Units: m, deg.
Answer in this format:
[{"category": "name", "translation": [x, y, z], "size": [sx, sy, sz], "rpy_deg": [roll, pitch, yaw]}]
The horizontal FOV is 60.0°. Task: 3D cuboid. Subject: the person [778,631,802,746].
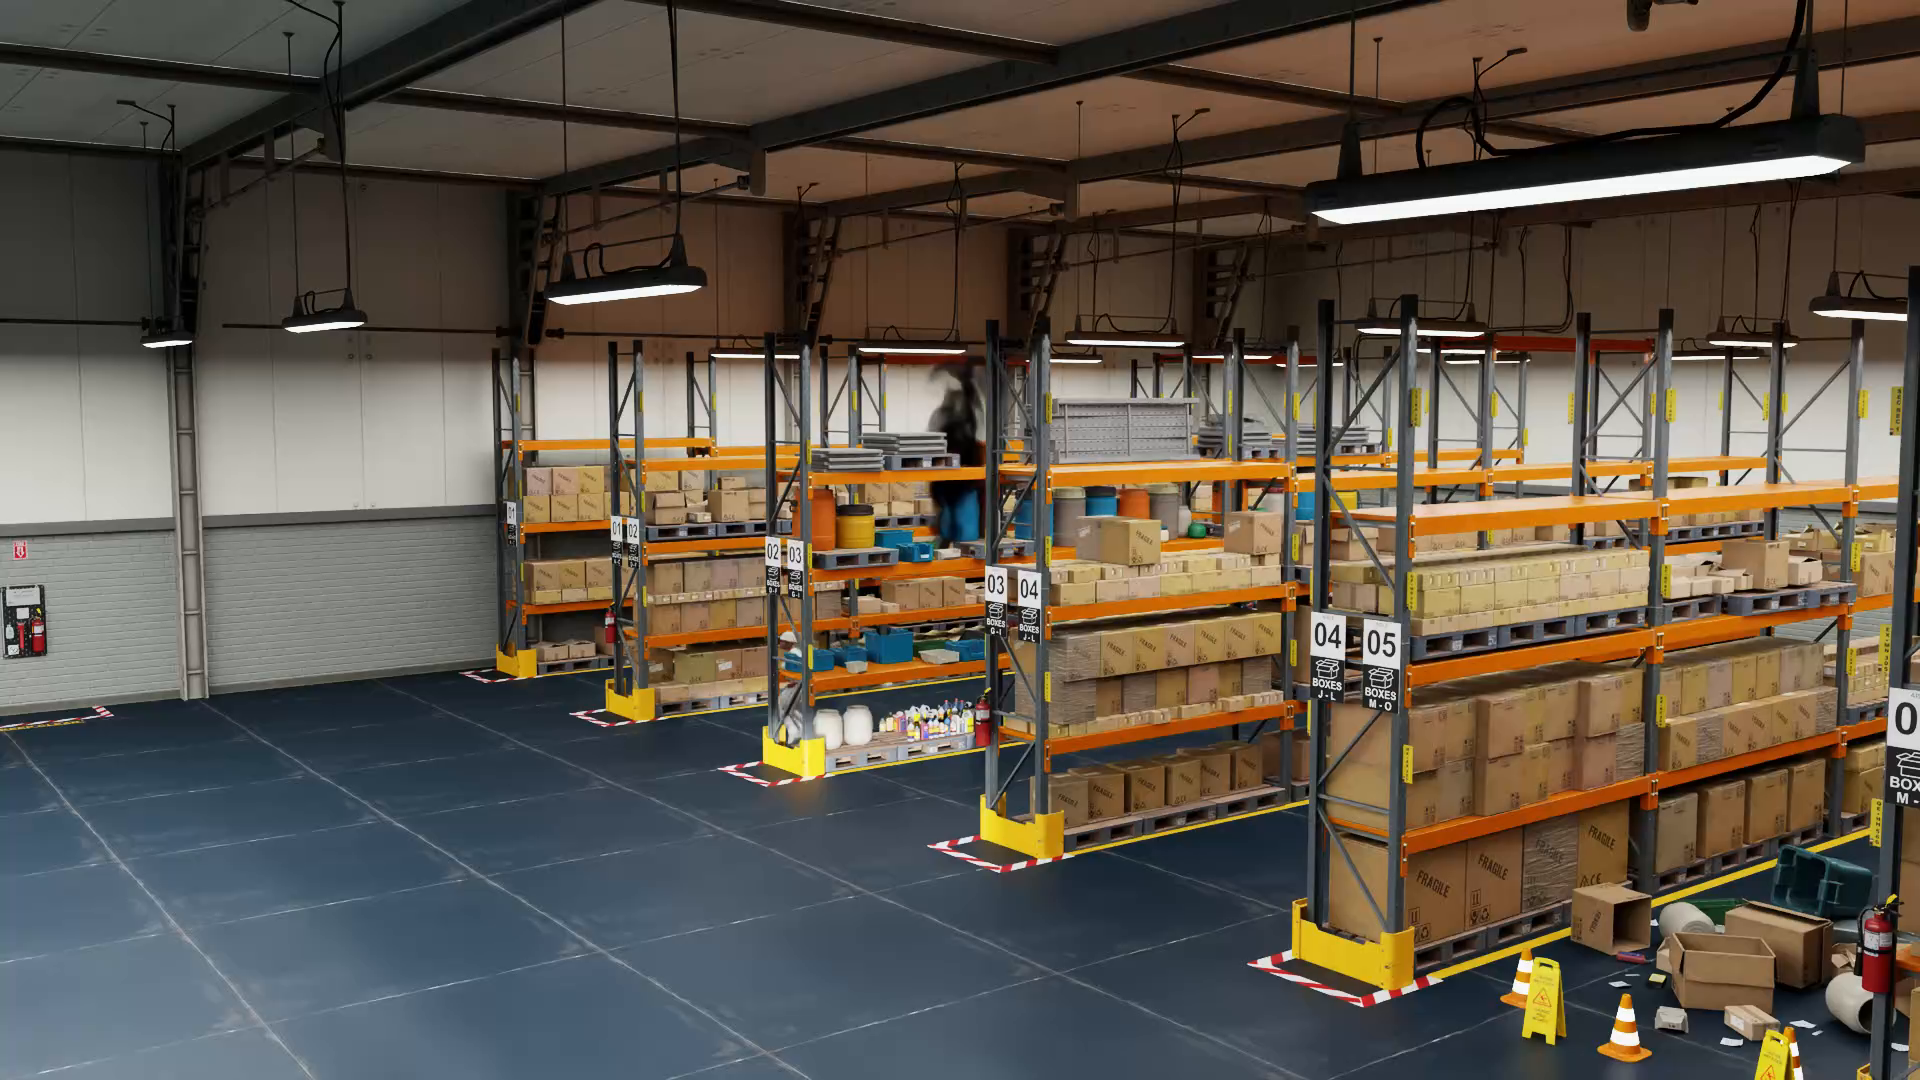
[{"category": "person", "translation": [-2.469, 2.174, 24.470], "size": [0.676, 1.689, 0.814], "rpy_deg": [-1, 5, -16]}]
